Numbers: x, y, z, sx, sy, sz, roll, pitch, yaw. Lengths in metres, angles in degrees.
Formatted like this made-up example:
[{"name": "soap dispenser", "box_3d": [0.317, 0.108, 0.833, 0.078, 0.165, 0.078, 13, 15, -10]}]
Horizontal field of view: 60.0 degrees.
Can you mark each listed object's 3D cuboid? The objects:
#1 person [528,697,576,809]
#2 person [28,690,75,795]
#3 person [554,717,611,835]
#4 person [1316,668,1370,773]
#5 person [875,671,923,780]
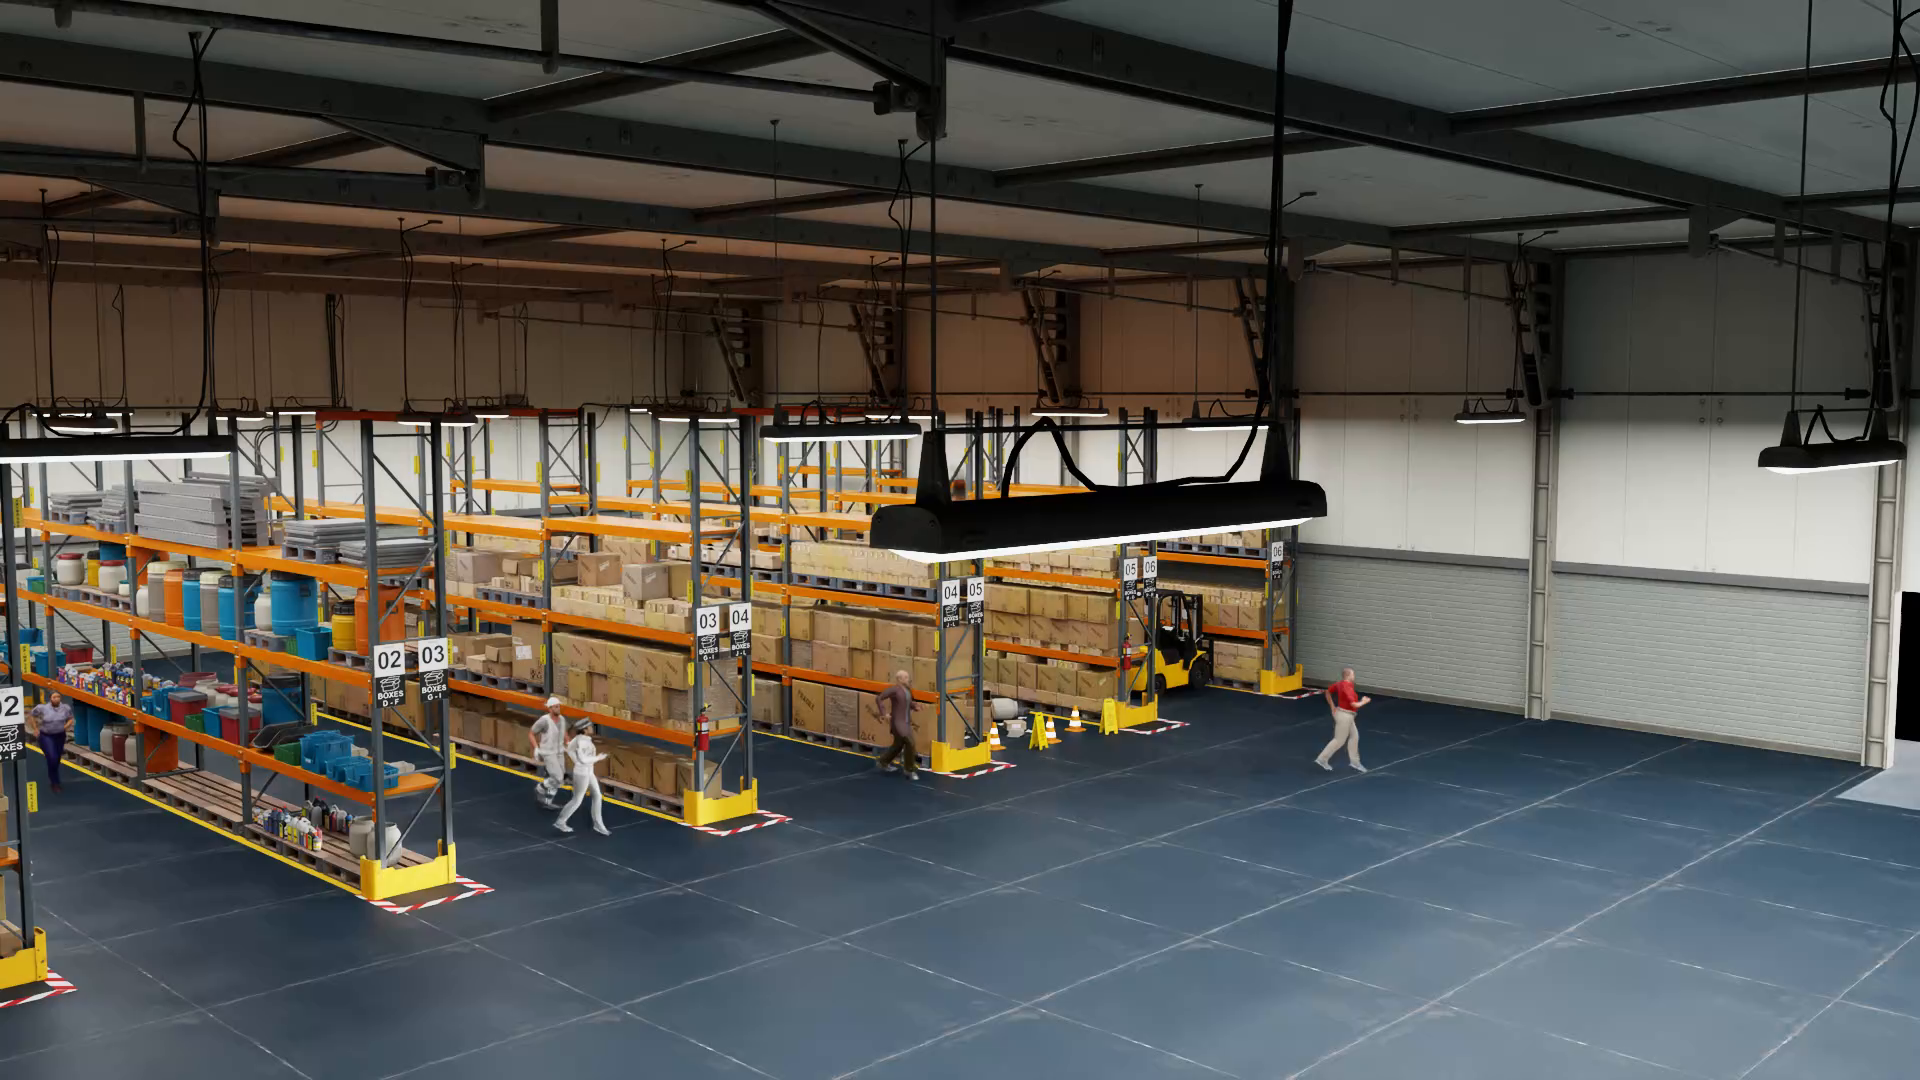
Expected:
[{"name": "person", "box_3d": [-6.140, 3.237, 25.147, 0.623, 1.732, 0.670, 3, 6, 32]}, {"name": "person", "box_3d": [-14.456, 3.187, 26.494, 0.829, 1.670, 0.620, 5, 7, 44]}, {"name": "person", "box_3d": [-5.402, 3.393, 23.714, 0.801, 1.747, 0.585, -1, 5, -7]}, {"name": "person", "box_3d": [6.369, 3.008, 27.656, 0.915, 1.768, 0.642, 0, 5, 0]}, {"name": "person", "box_3d": [-1.024, 3.069, 27.379, 0.881, 1.849, 0.726, 2, 5, 23]}]
